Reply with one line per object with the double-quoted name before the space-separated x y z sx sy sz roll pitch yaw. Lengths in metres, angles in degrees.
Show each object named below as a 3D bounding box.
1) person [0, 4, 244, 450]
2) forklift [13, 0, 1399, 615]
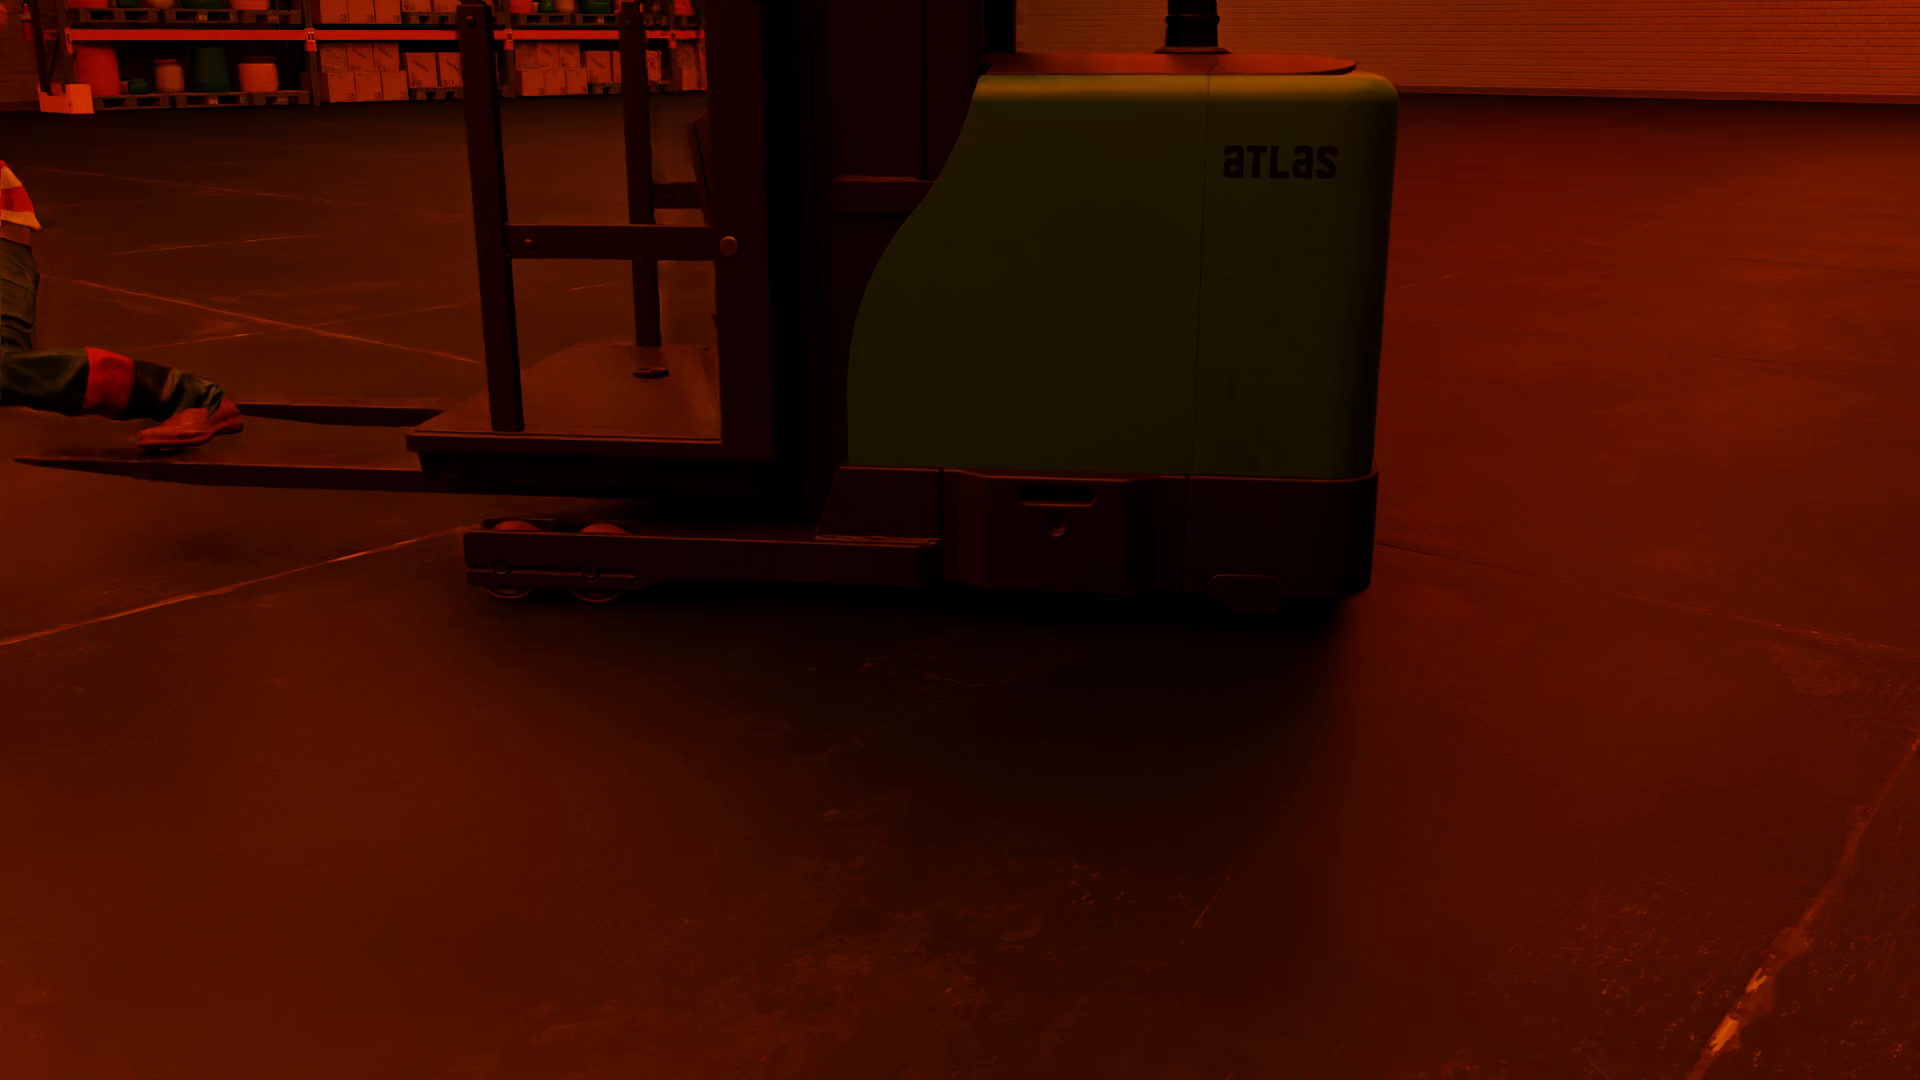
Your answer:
"person" -2.434 -0.658 3.679 1.272 1.433 0.905 7 18 21
"forklift" -0.616 -1.419 3.570 3.031 2.935 1.130 2 17 6
